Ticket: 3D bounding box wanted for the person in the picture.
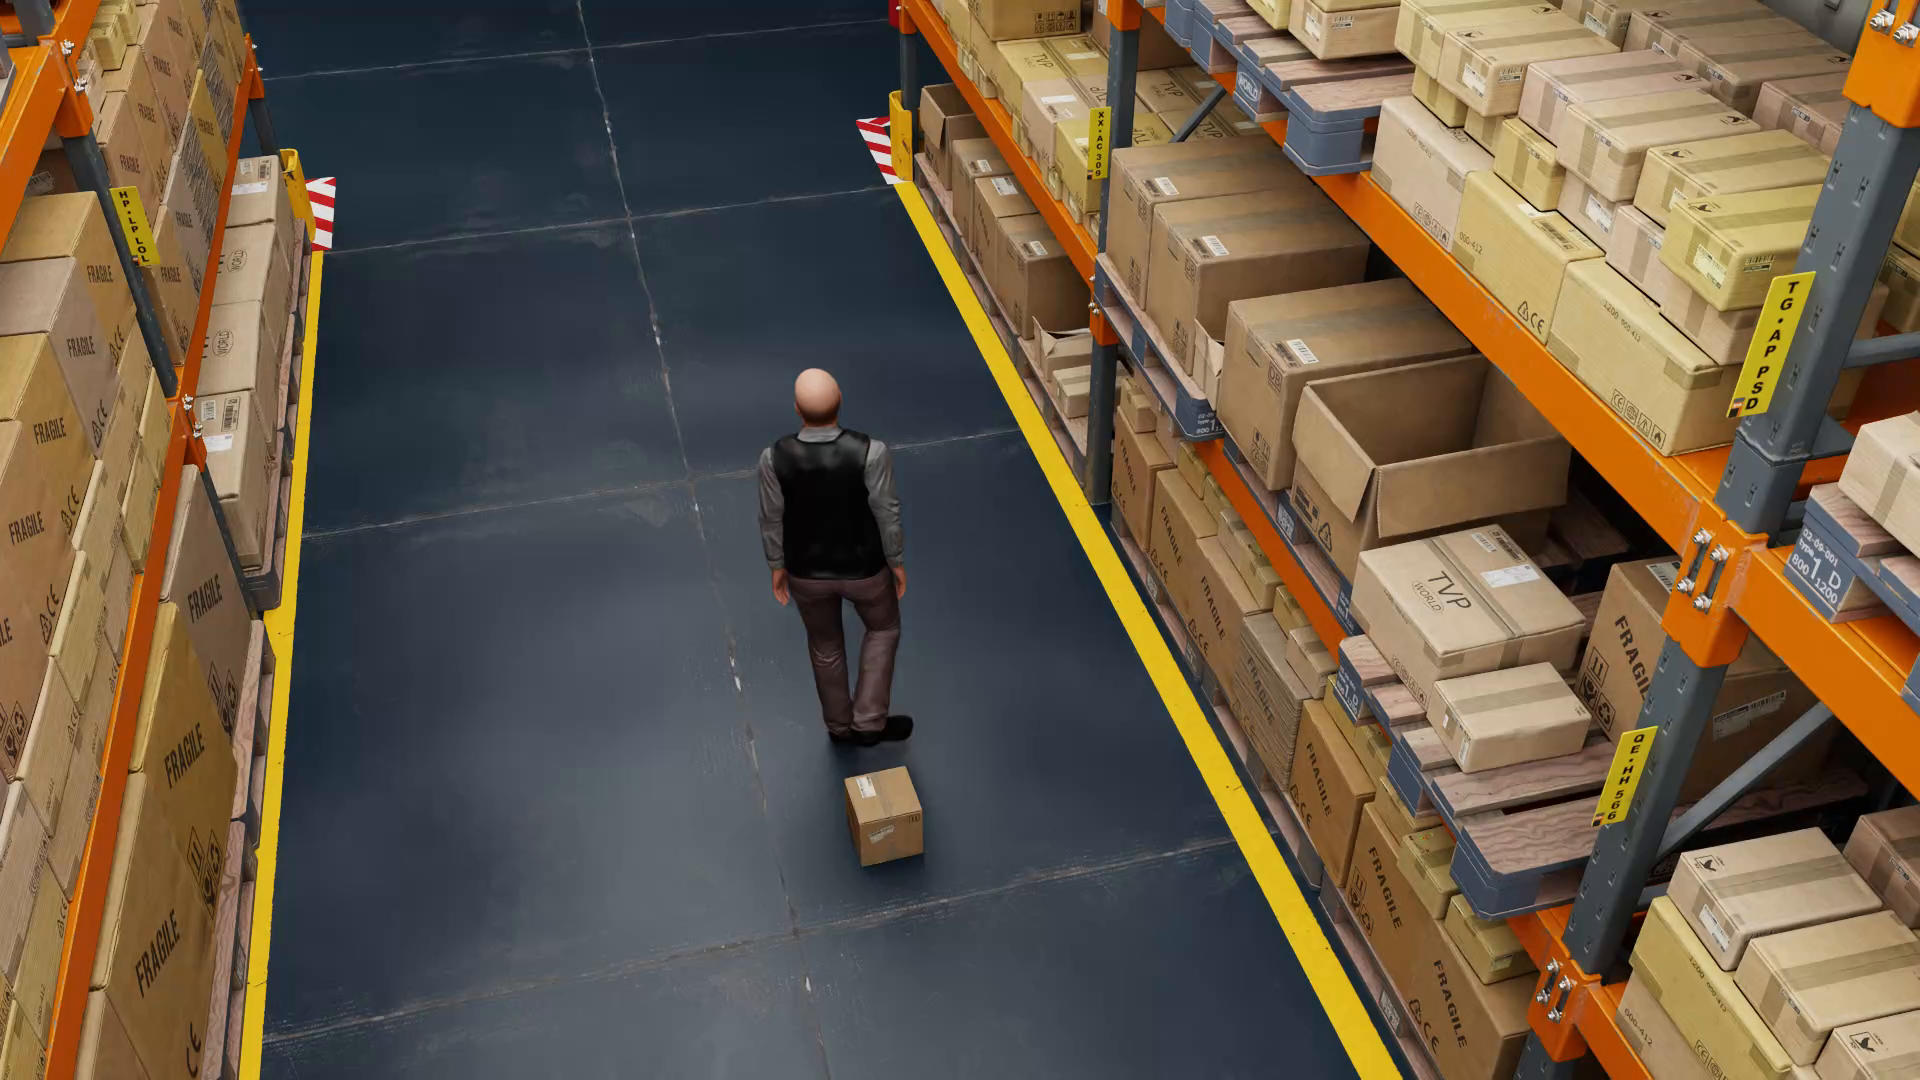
[{"bbox_3d":[-0.486,0.141,6.549,0.588,1.715,0.524,1,38,1],"label":"person"}]
